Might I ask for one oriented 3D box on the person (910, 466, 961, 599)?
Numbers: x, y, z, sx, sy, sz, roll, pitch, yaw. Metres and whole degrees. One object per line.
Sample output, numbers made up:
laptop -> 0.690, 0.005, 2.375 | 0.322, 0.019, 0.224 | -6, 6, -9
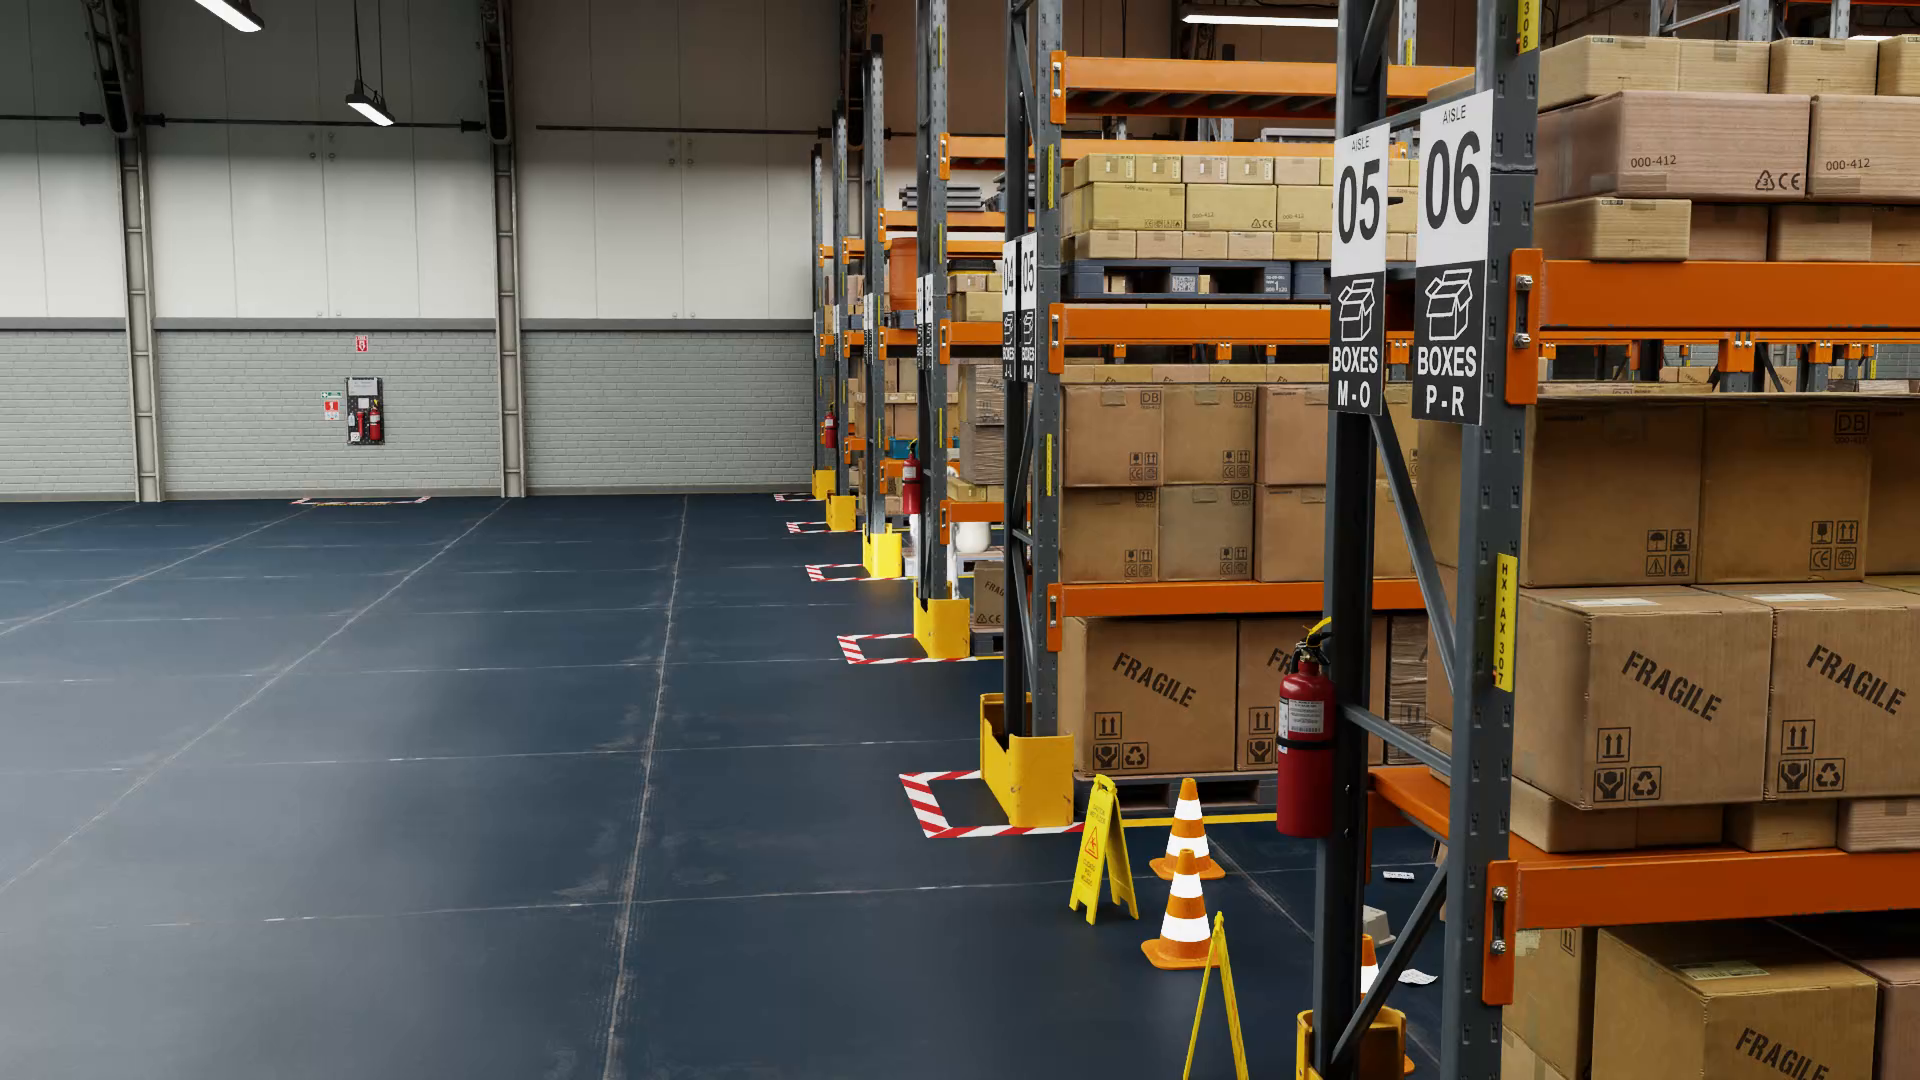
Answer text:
person -> -0.240, -0.166, 16.747 | 0.547, 1.667, 0.408 | -1, 7, -12
